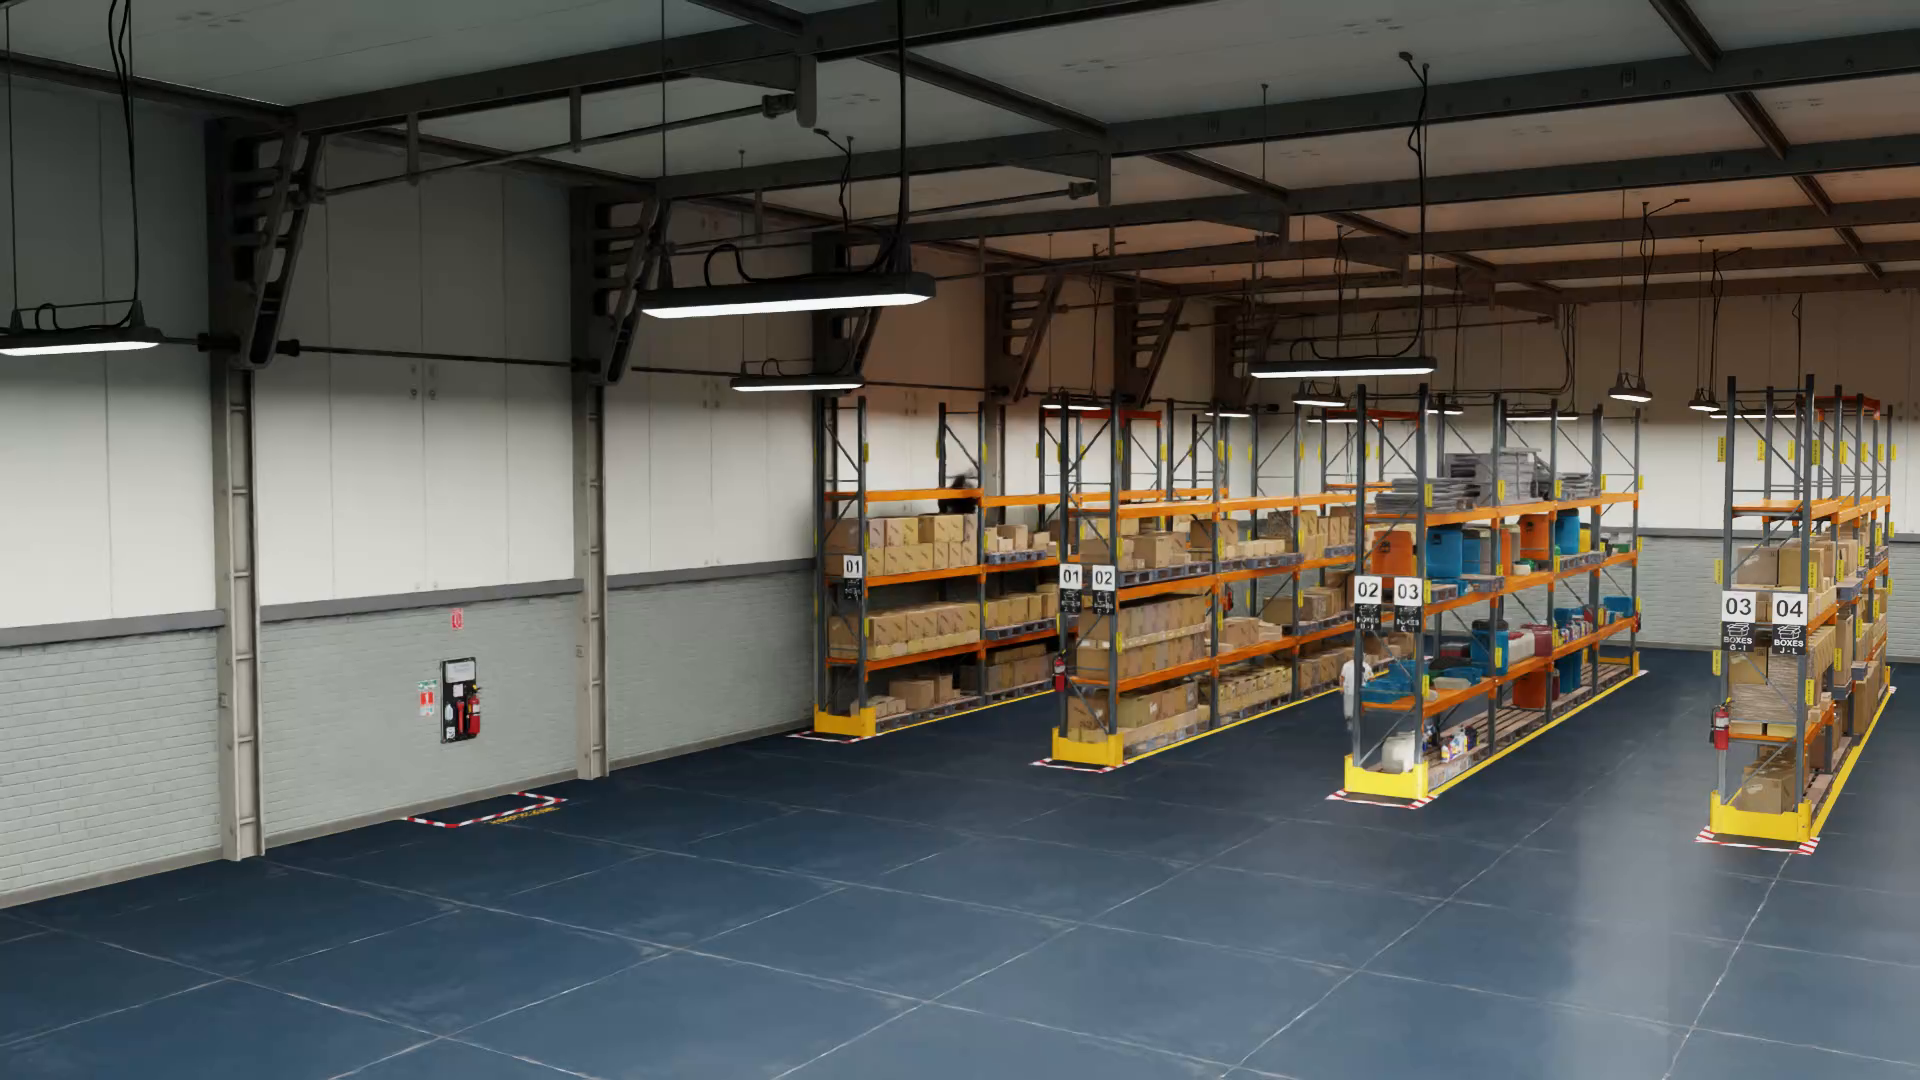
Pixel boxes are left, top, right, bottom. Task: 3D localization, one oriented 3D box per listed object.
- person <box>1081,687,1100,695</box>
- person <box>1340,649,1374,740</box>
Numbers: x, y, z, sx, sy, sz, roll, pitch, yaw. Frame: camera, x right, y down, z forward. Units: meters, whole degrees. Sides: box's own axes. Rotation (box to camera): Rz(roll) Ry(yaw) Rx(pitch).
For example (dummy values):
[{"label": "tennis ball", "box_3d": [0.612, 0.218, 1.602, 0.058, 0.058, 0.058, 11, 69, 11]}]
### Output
[{"label": "person", "box_3d": [2.487, 2.506, 31.421, 0.593, 1.660, 0.616, 1, 3, 22]}, {"label": "person", "box_3d": [6.888, 2.677, 28.920, 0.607, 1.614, 0.551, 1, 3, 22]}]
